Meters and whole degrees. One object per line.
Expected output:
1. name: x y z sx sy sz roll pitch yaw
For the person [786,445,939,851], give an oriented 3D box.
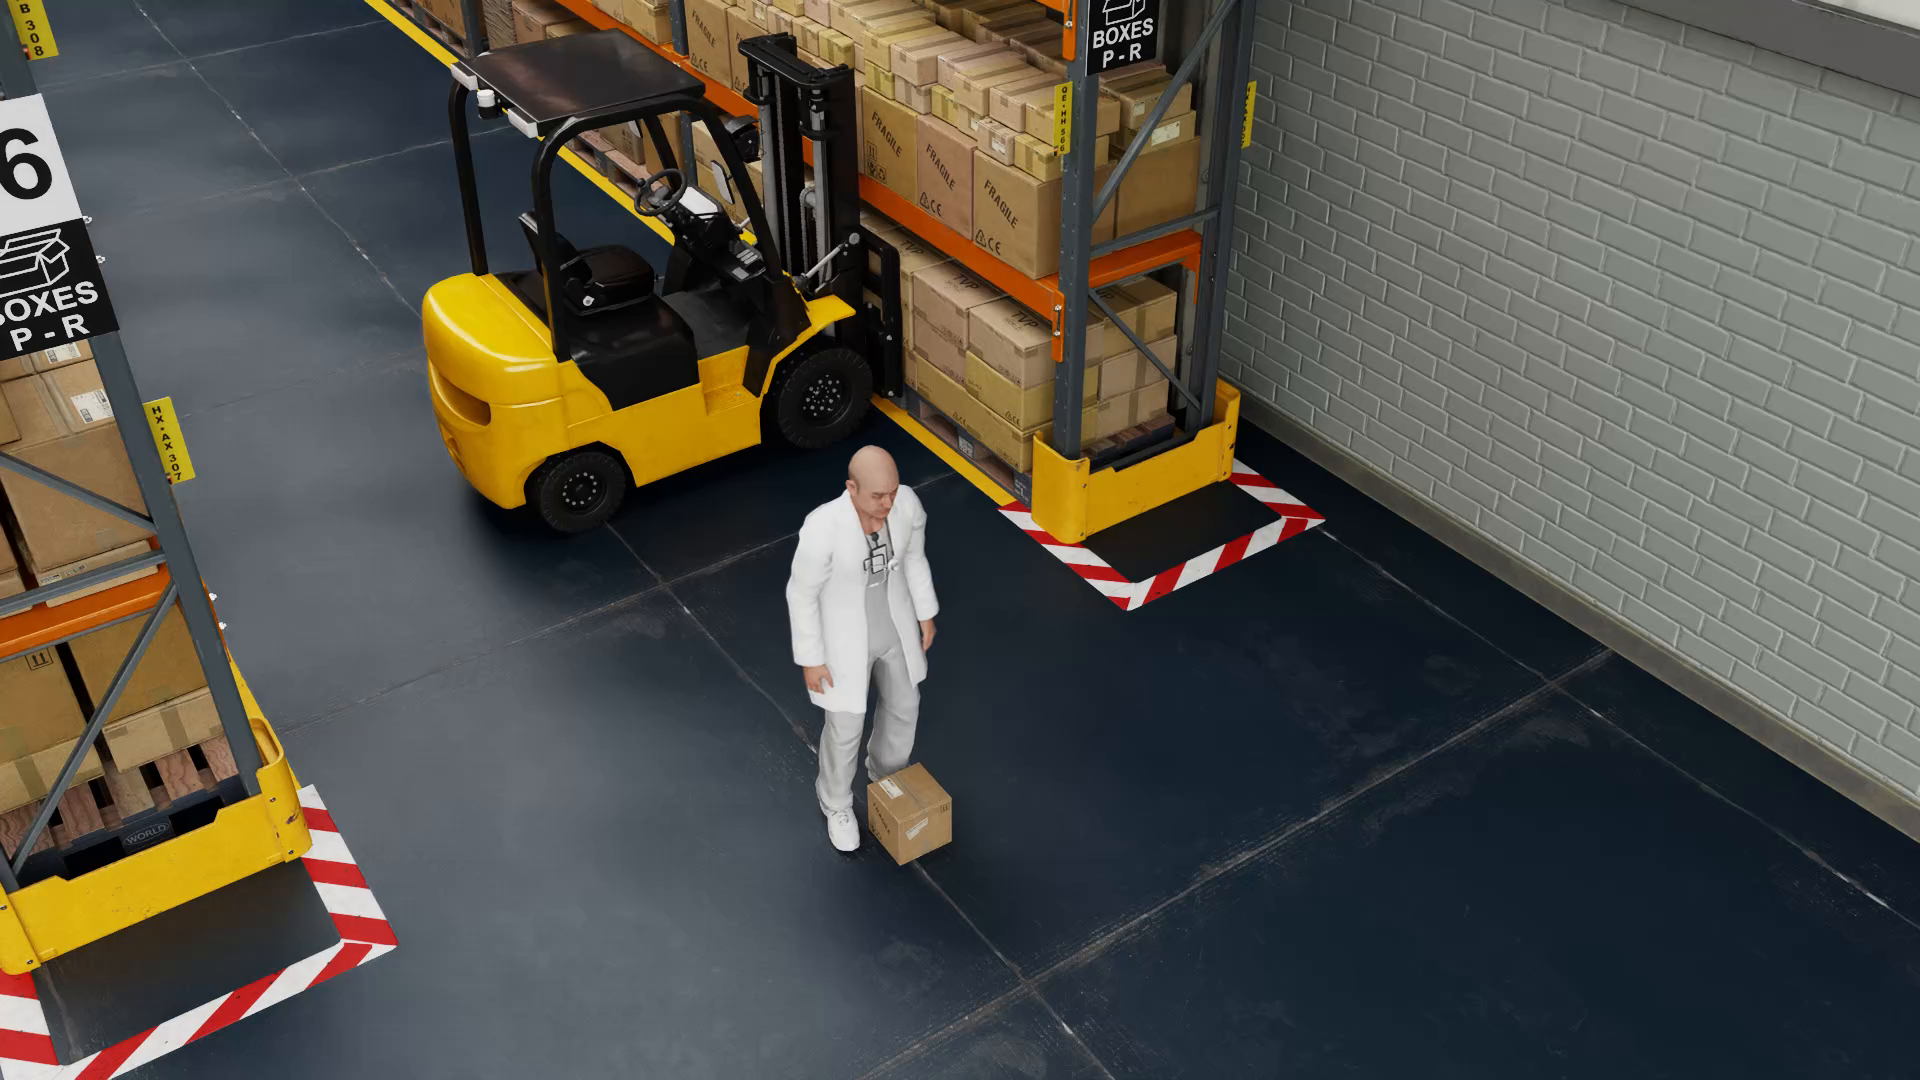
1. person: -0.360 0.410 6.508 0.642 1.706 0.427 -22 41 -28
